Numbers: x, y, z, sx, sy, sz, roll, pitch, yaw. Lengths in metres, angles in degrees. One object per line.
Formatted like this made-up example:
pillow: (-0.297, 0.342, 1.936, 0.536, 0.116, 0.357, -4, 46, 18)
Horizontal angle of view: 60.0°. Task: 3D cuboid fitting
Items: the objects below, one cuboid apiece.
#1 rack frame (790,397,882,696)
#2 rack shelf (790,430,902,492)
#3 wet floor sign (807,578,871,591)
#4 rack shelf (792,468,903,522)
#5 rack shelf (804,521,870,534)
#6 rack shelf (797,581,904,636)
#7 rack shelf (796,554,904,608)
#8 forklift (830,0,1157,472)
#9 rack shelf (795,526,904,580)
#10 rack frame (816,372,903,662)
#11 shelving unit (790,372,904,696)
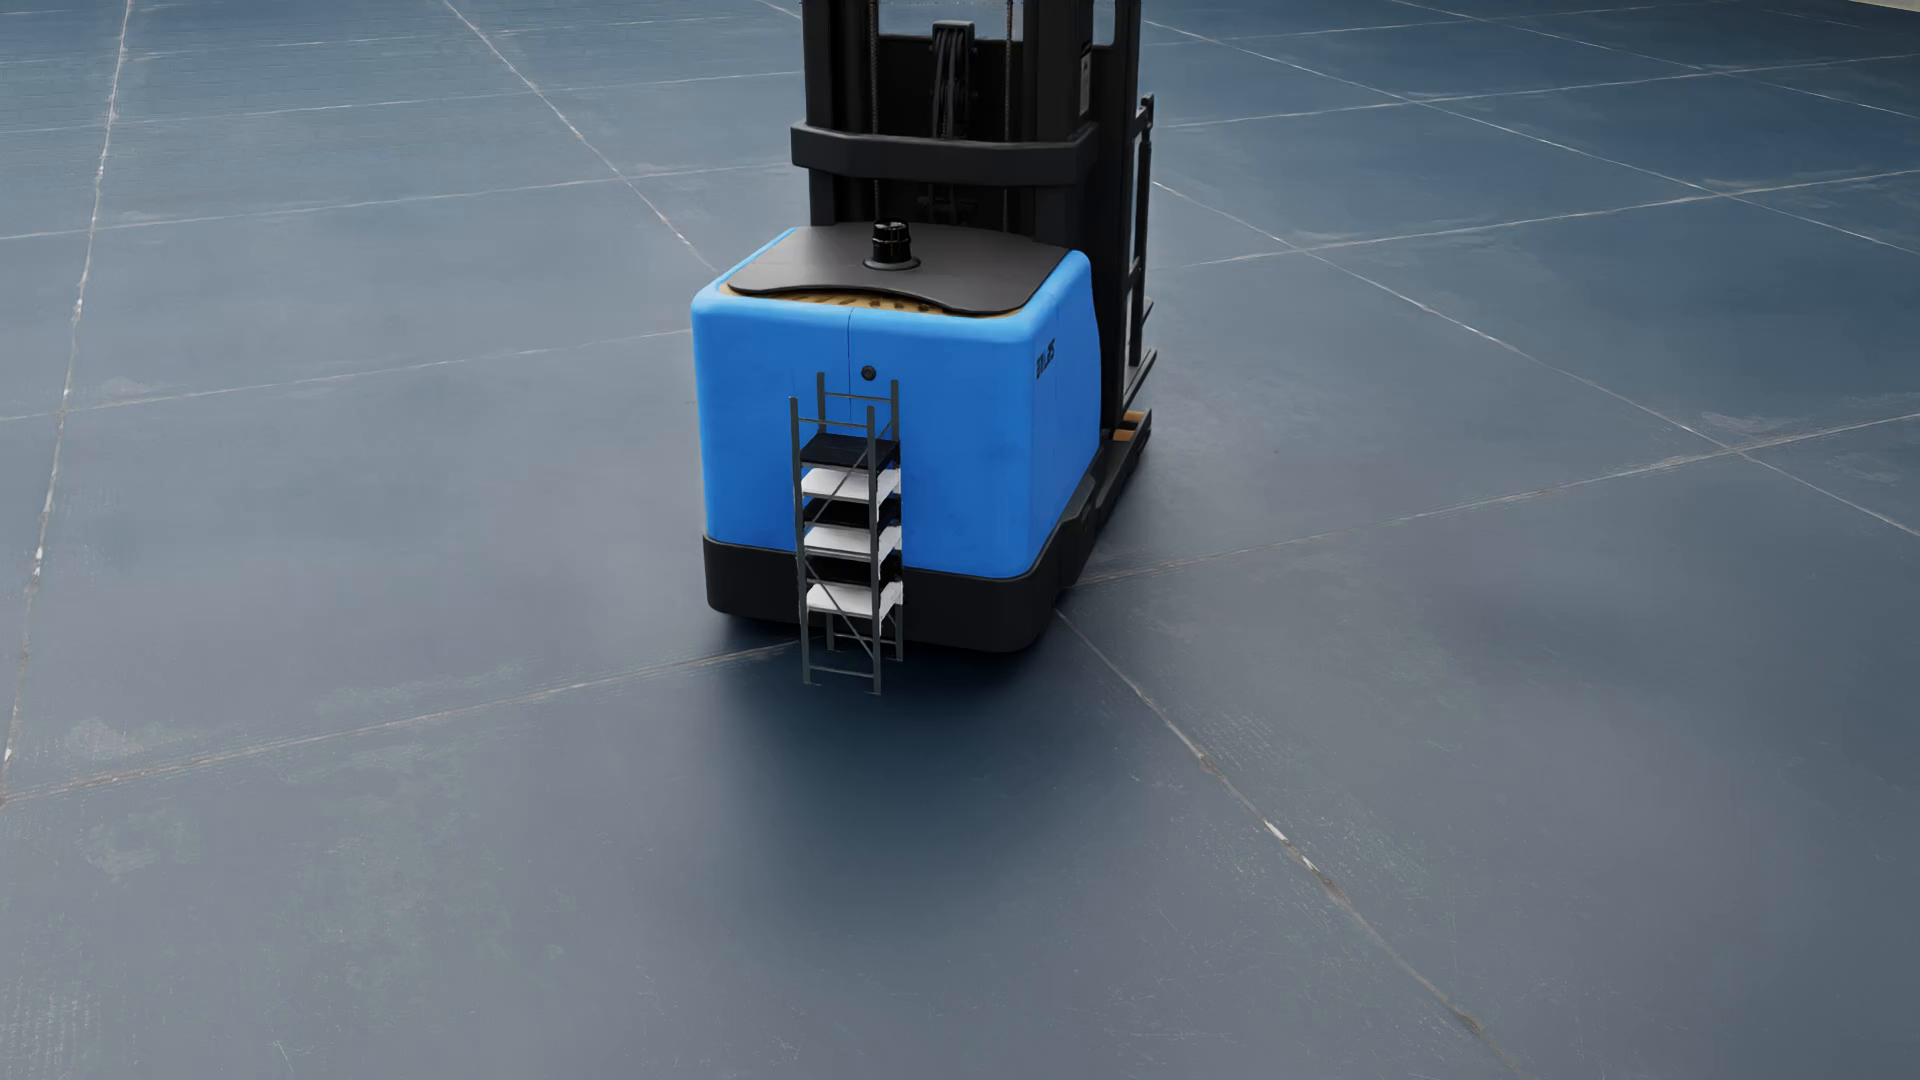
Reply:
rack frame: (-0.344, 0.033, 4.656, 0.240, 0.900, 0.006, 7, 27, 15)
rack shelf: (-0.315, -0.222, 4.640, 0.258, 0.077, 0.200, 7, 27, 15)
wet floor sign: (-4.271, 2.001, 0.916, 8.610, 0.644, 8.451, -1, 26, -3)
rack shelf: (-0.315, -0.141, 4.680, 0.258, 0.077, 0.200, 7, 27, 15)
rack shelf: (-0.315, -0.074, 4.713, 0.199, 0.015, 0.184, 7, 27, 15)
rack shelf: (-0.315, 0.182, 4.838, 0.258, 0.077, 0.200, 7, 27, 15)
rack shelf: (-0.315, 0.101, 4.798, 0.258, 0.077, 0.200, 7, 27, 15)
forklift: (0.129, -1.600, 5.760, 1.118, 2.867, 2.937, 7, 27, 15)
rack shelf: (-0.315, 0.020, 4.759, 0.258, 0.077, 0.200, 7, 27, 15)
rack frame: (-0.287, -0.052, 4.832, 0.240, 0.900, 0.006, 7, 27, 15)
shelving unit: (-0.315, -0.010, 4.744, 0.258, 0.900, 0.210, 7, 27, 15)
